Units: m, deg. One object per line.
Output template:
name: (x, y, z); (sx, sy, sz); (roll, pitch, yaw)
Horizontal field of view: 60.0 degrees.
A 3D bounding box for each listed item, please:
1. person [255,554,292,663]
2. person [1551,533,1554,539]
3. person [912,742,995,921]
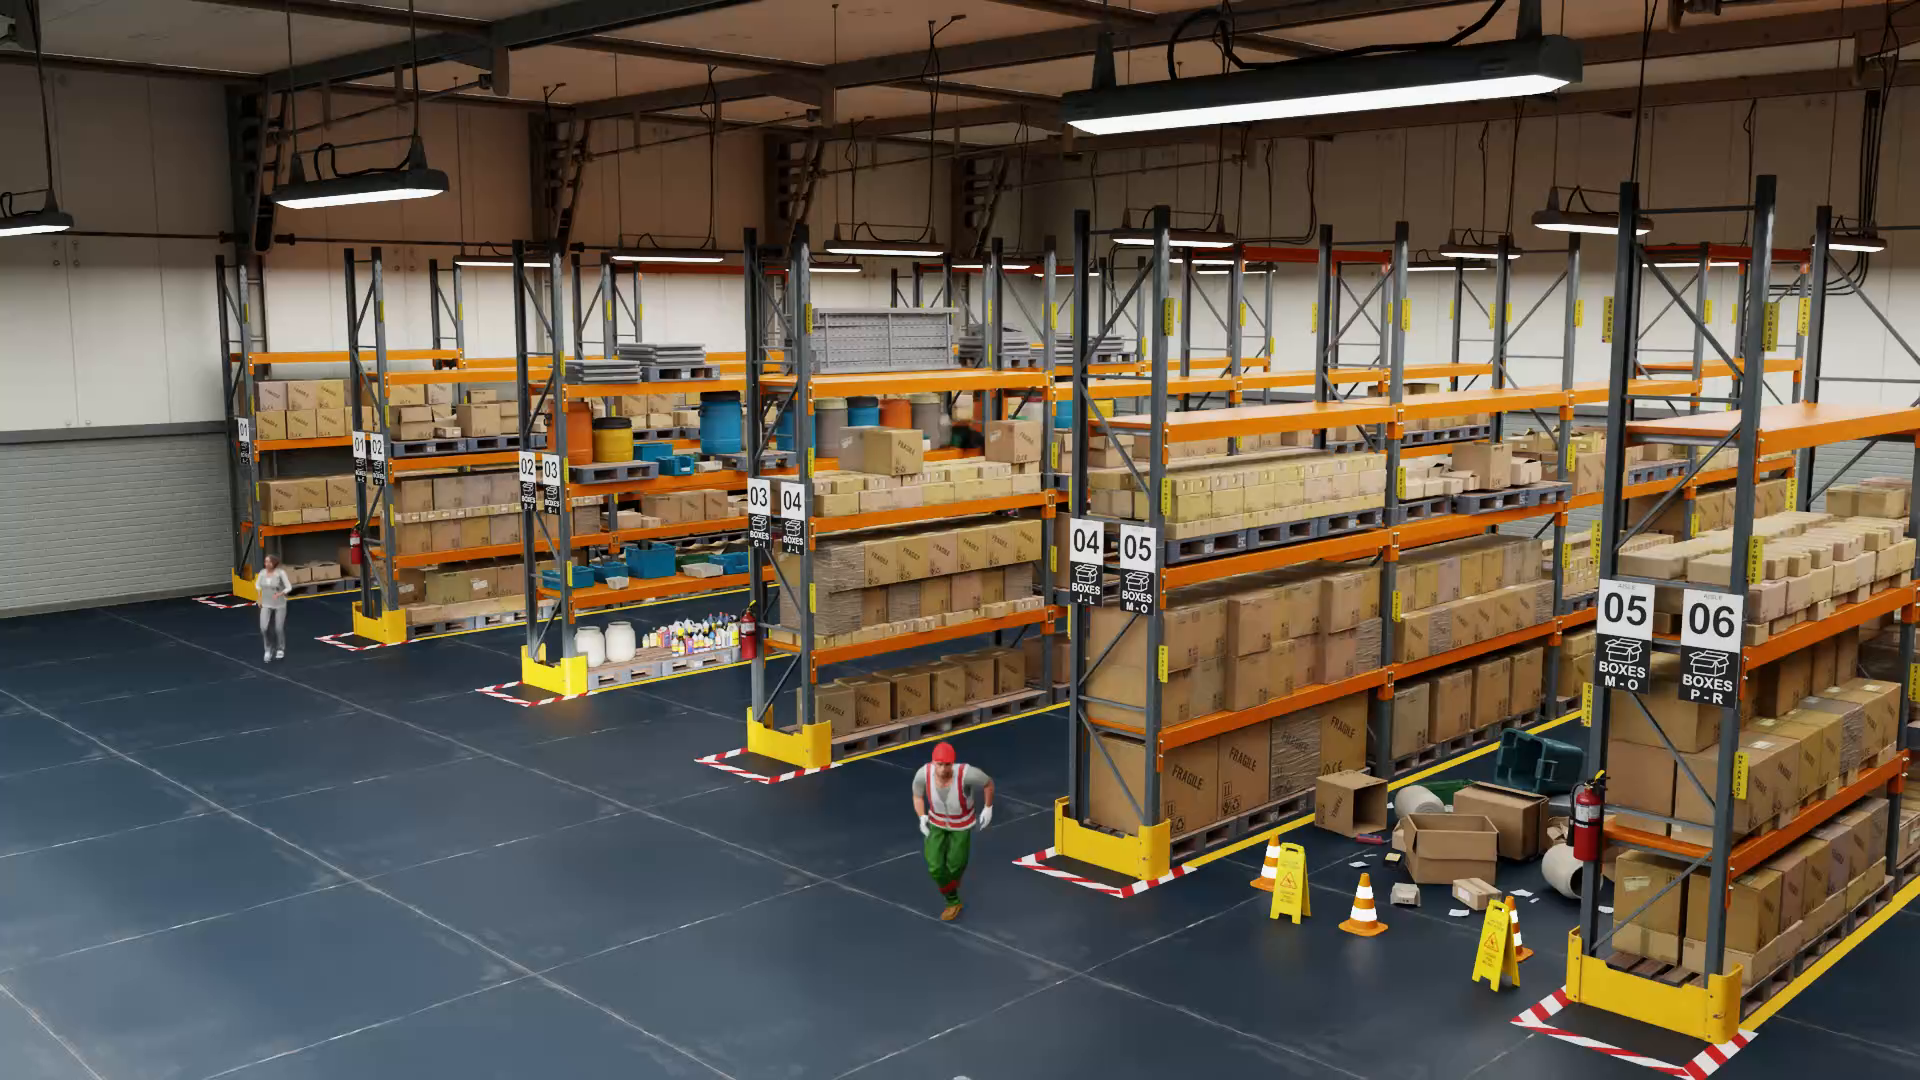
person: (-9.917, 0.986, 24.022); (0.534, 1.592, 0.658); (-2, 8, -11)
person: (9.125, 0.716, 25.502); (0.703, 1.773, 0.716); (6, 10, 38)
person: (-0.050, 2.416, 13.967); (0.677, 1.617, 0.898); (1, 8, 10)
